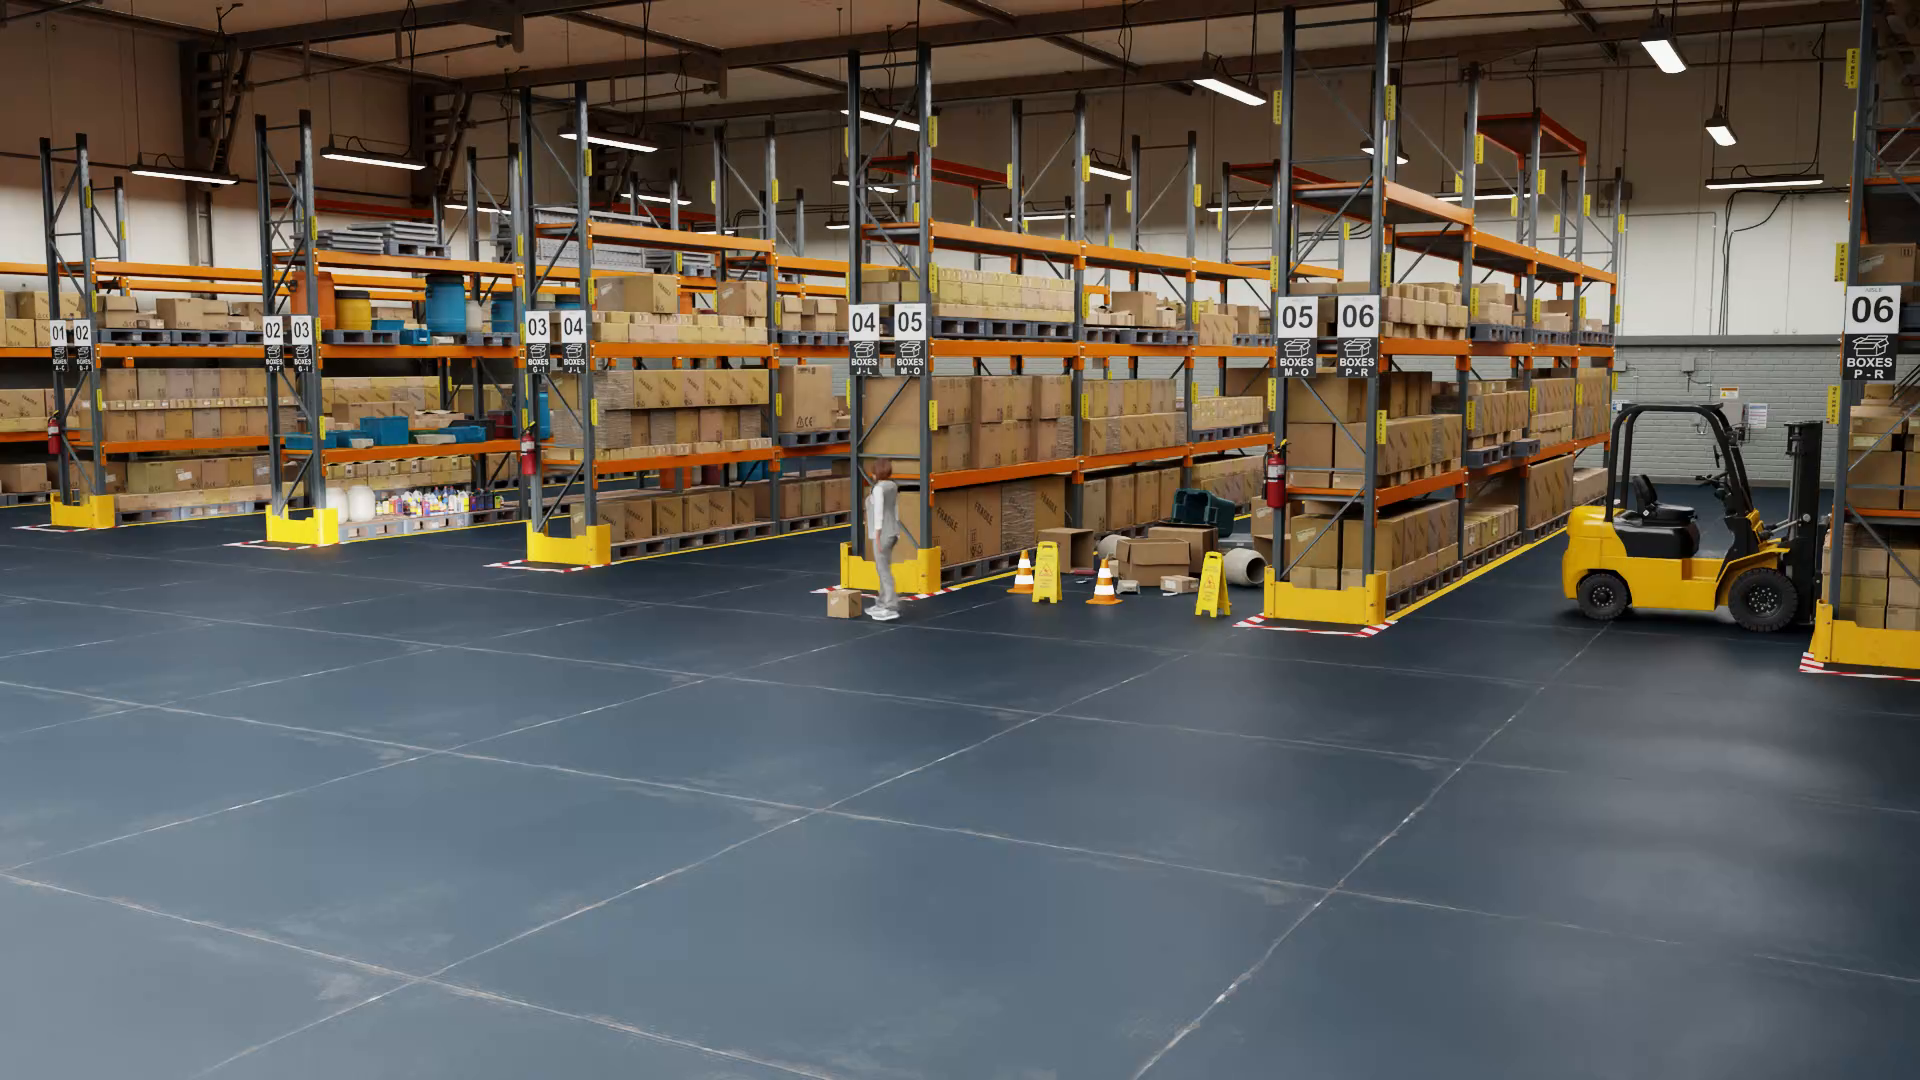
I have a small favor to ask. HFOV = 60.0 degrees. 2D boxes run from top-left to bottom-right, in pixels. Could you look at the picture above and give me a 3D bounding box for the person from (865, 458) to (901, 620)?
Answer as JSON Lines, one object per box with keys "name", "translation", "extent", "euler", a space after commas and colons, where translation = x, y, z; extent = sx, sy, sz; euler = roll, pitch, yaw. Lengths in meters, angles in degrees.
{"name": "person", "translation": [-0.801, -0.017, 16.587], "extent": [0.480, 1.601, 0.489], "euler": [2, 7, 20]}
